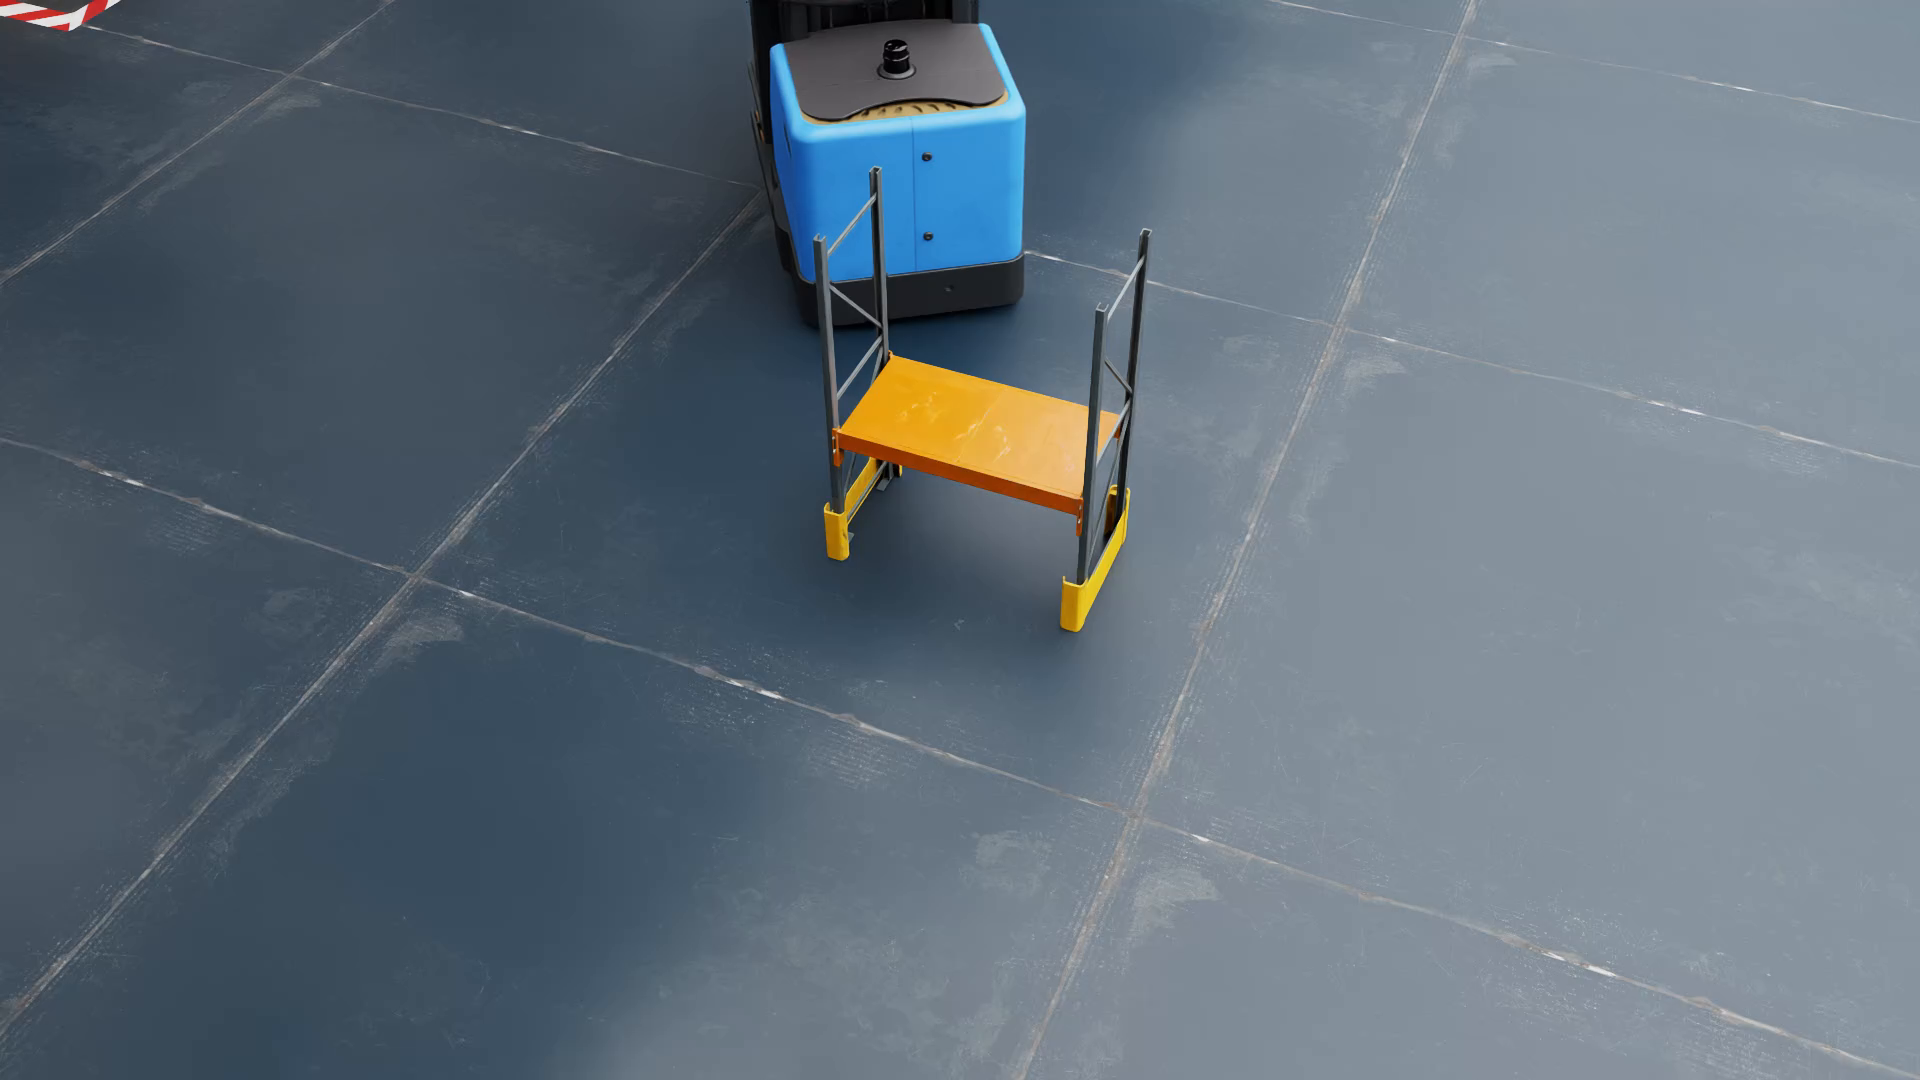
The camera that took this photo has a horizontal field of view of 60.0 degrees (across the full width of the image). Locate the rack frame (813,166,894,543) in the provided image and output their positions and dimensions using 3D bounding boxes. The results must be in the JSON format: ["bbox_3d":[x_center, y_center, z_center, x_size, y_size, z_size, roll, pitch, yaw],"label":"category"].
[{"bbox_3d":[-0.390,-0.647,6.336,0.032,1.500,0.500,16,47,16],"label":"rack frame"}]

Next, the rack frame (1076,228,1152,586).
[{"bbox_3d":[0.548,-0.370,6.059,0.032,1.500,0.500,16,47,16],"label":"rack frame"}]

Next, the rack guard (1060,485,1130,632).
[{"bbox_3d":[0.530,0.067,6.505,0.087,0.250,0.587,16,47,16],"label":"rack guard"}]

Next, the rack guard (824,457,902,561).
[{"bbox_3d":[-0.389,-0.203,6.777,0.087,0.250,0.587,16,47,16],"label":"rack guard"}]

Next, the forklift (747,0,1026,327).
[{"bbox_3d":[-0.500,-3.070,7.757,1.130,2.935,3.031,-8,45,-8],"label":"forklift"}]

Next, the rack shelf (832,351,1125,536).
[{"bbox_3d":[0.079,-0.381,6.325,1.000,0.185,0.538,16,47,16],"label":"rack shelf"}]

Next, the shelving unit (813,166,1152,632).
[{"bbox_3d":[0.070,-0.511,6.200,1.083,1.500,0.587,16,47,16],"label":"shelving unit"}]
